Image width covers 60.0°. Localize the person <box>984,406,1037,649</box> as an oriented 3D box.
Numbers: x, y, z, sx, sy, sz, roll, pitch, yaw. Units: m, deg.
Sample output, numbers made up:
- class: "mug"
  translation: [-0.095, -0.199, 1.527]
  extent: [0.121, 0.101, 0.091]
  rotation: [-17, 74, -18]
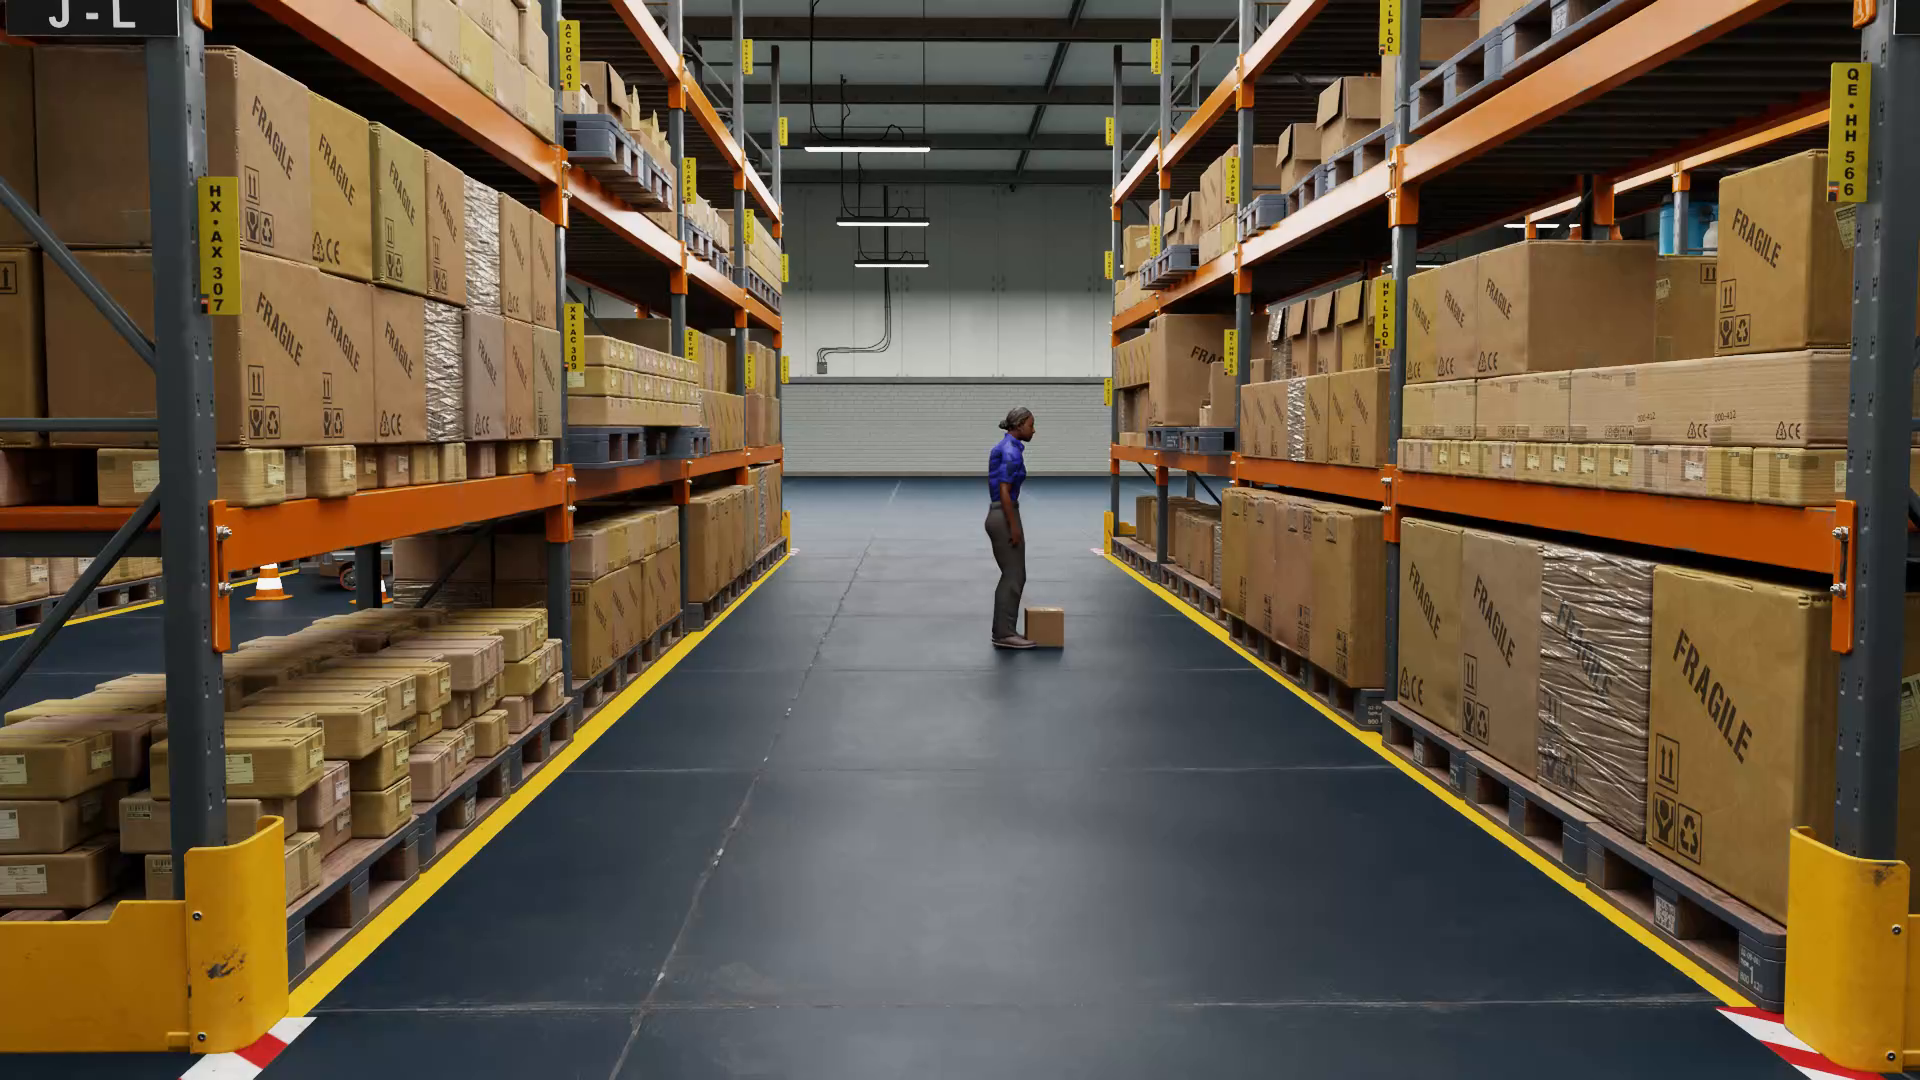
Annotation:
- class: "person"
  translation: [0.345, -0.096, 11.463]
  extent: [0.349, 1.654, 0.503]
  rotation: [0, 4, -2]
